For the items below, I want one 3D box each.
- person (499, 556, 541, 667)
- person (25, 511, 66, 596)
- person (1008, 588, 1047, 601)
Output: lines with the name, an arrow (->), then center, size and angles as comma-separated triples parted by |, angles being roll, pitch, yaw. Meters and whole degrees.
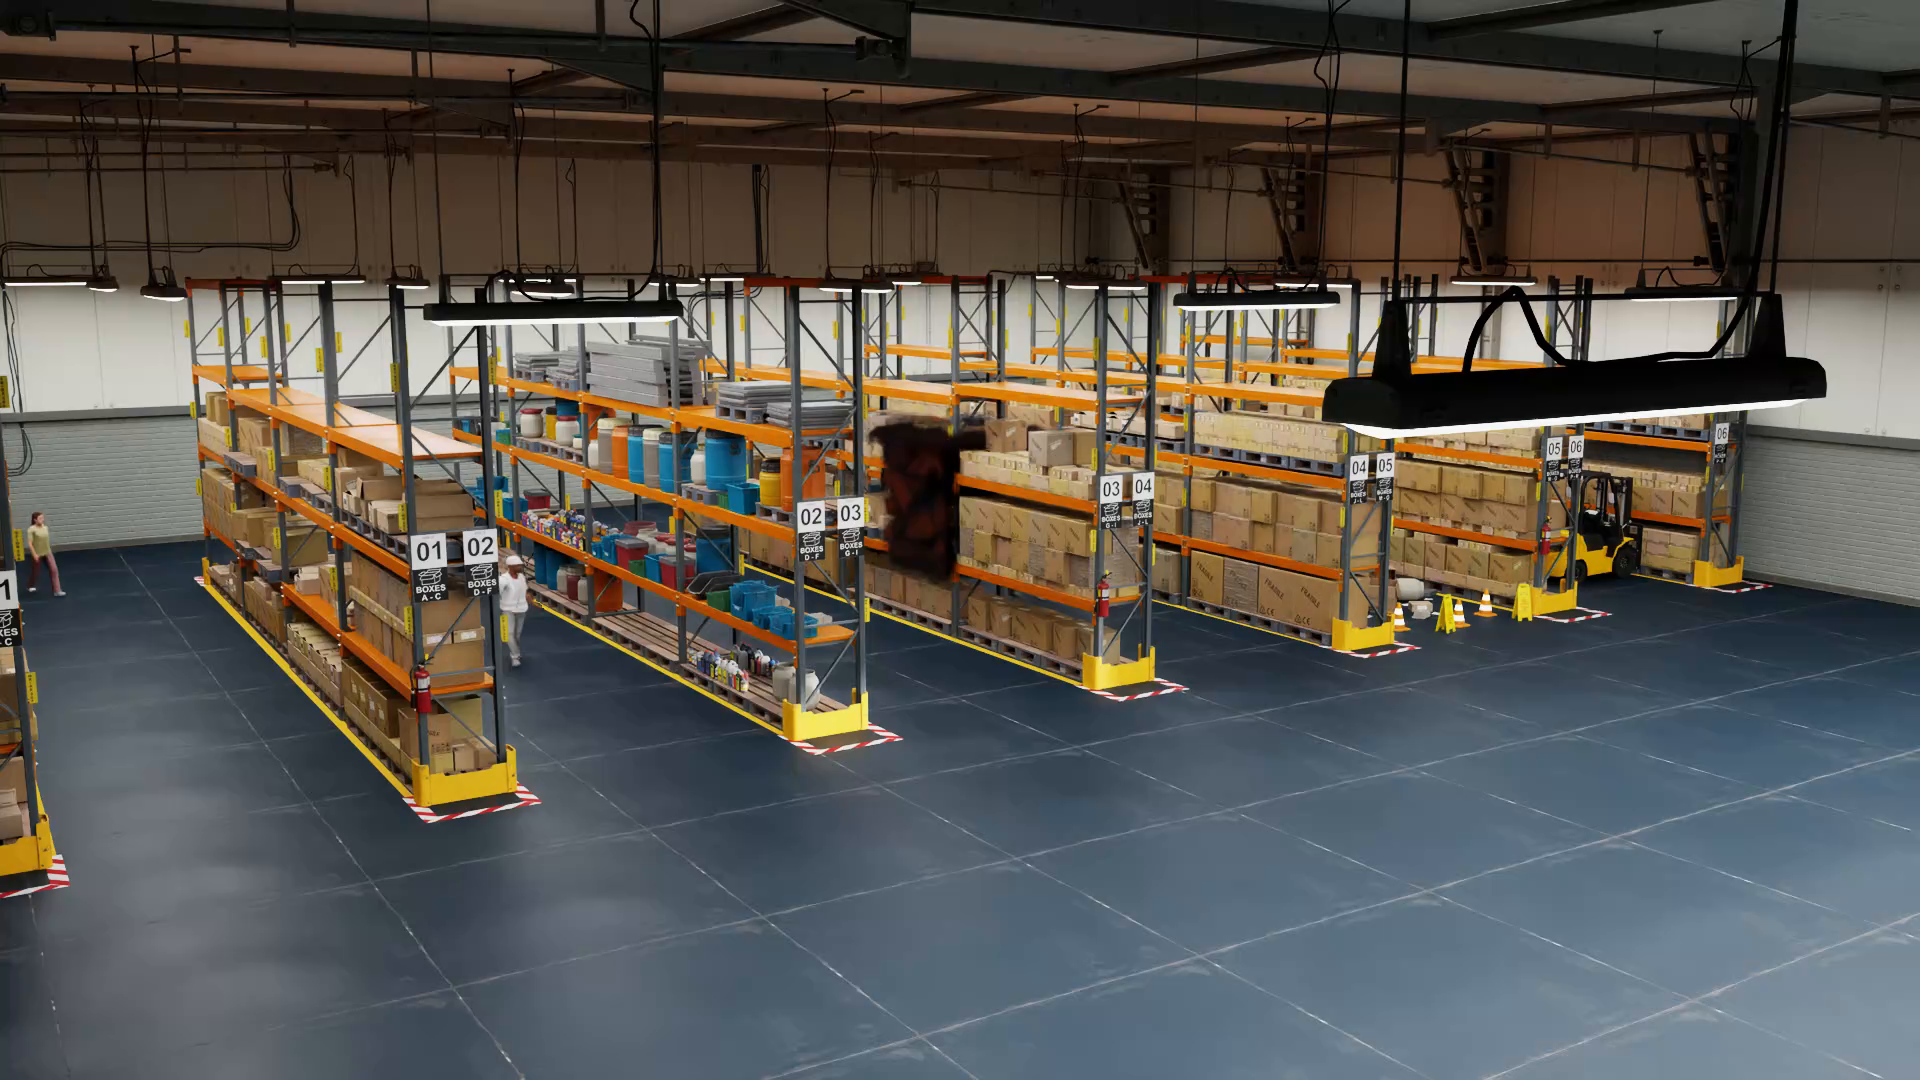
person -> -6.978, 1.090, 26.201 | 0.736, 1.693, 1.083 | -5, 11, -28
person -> -17.469, 0.260, 31.597 | 0.996, 1.626, 0.475 | 7, 12, 36
person -> 1.154, 0.187, 29.746 | 0.636, 1.760, 0.792 | -4, 10, -22
